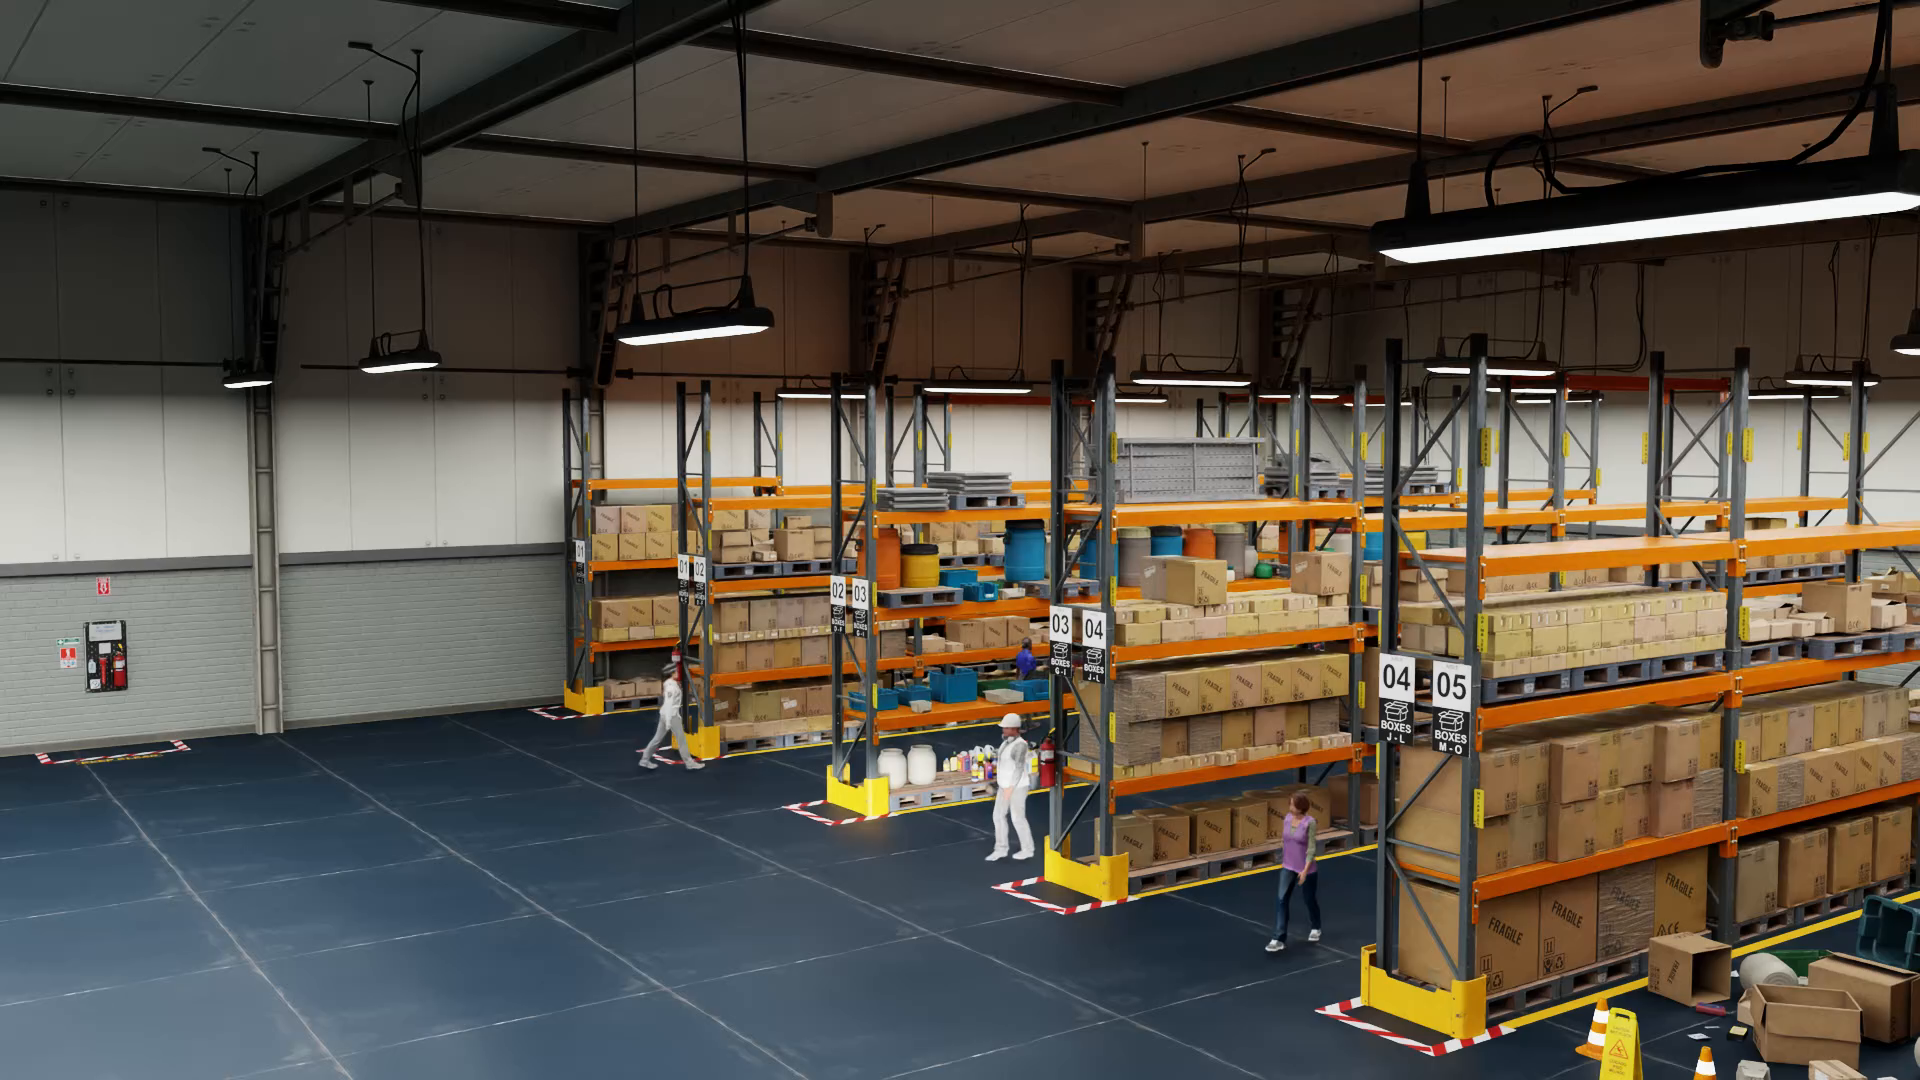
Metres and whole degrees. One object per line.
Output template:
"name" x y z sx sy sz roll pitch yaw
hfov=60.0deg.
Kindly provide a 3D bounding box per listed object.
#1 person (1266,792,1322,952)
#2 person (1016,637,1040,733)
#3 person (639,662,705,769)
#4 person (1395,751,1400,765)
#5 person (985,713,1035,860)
"person" 3.367 3.297 16.640 0.433 1.551 0.907 3 5 38
"person" 1.160 2.499 28.776 0.736 1.646 0.493 -2 4 -30
"person" -4.414 2.687 25.433 0.987 1.632 0.499 -1 4 -15
"person" 6.420 2.763 24.410 0.673 1.670 0.754 -2 4 -23
"person" 0.615 3.000 20.135 0.590 1.812 0.580 -1 4 -21
